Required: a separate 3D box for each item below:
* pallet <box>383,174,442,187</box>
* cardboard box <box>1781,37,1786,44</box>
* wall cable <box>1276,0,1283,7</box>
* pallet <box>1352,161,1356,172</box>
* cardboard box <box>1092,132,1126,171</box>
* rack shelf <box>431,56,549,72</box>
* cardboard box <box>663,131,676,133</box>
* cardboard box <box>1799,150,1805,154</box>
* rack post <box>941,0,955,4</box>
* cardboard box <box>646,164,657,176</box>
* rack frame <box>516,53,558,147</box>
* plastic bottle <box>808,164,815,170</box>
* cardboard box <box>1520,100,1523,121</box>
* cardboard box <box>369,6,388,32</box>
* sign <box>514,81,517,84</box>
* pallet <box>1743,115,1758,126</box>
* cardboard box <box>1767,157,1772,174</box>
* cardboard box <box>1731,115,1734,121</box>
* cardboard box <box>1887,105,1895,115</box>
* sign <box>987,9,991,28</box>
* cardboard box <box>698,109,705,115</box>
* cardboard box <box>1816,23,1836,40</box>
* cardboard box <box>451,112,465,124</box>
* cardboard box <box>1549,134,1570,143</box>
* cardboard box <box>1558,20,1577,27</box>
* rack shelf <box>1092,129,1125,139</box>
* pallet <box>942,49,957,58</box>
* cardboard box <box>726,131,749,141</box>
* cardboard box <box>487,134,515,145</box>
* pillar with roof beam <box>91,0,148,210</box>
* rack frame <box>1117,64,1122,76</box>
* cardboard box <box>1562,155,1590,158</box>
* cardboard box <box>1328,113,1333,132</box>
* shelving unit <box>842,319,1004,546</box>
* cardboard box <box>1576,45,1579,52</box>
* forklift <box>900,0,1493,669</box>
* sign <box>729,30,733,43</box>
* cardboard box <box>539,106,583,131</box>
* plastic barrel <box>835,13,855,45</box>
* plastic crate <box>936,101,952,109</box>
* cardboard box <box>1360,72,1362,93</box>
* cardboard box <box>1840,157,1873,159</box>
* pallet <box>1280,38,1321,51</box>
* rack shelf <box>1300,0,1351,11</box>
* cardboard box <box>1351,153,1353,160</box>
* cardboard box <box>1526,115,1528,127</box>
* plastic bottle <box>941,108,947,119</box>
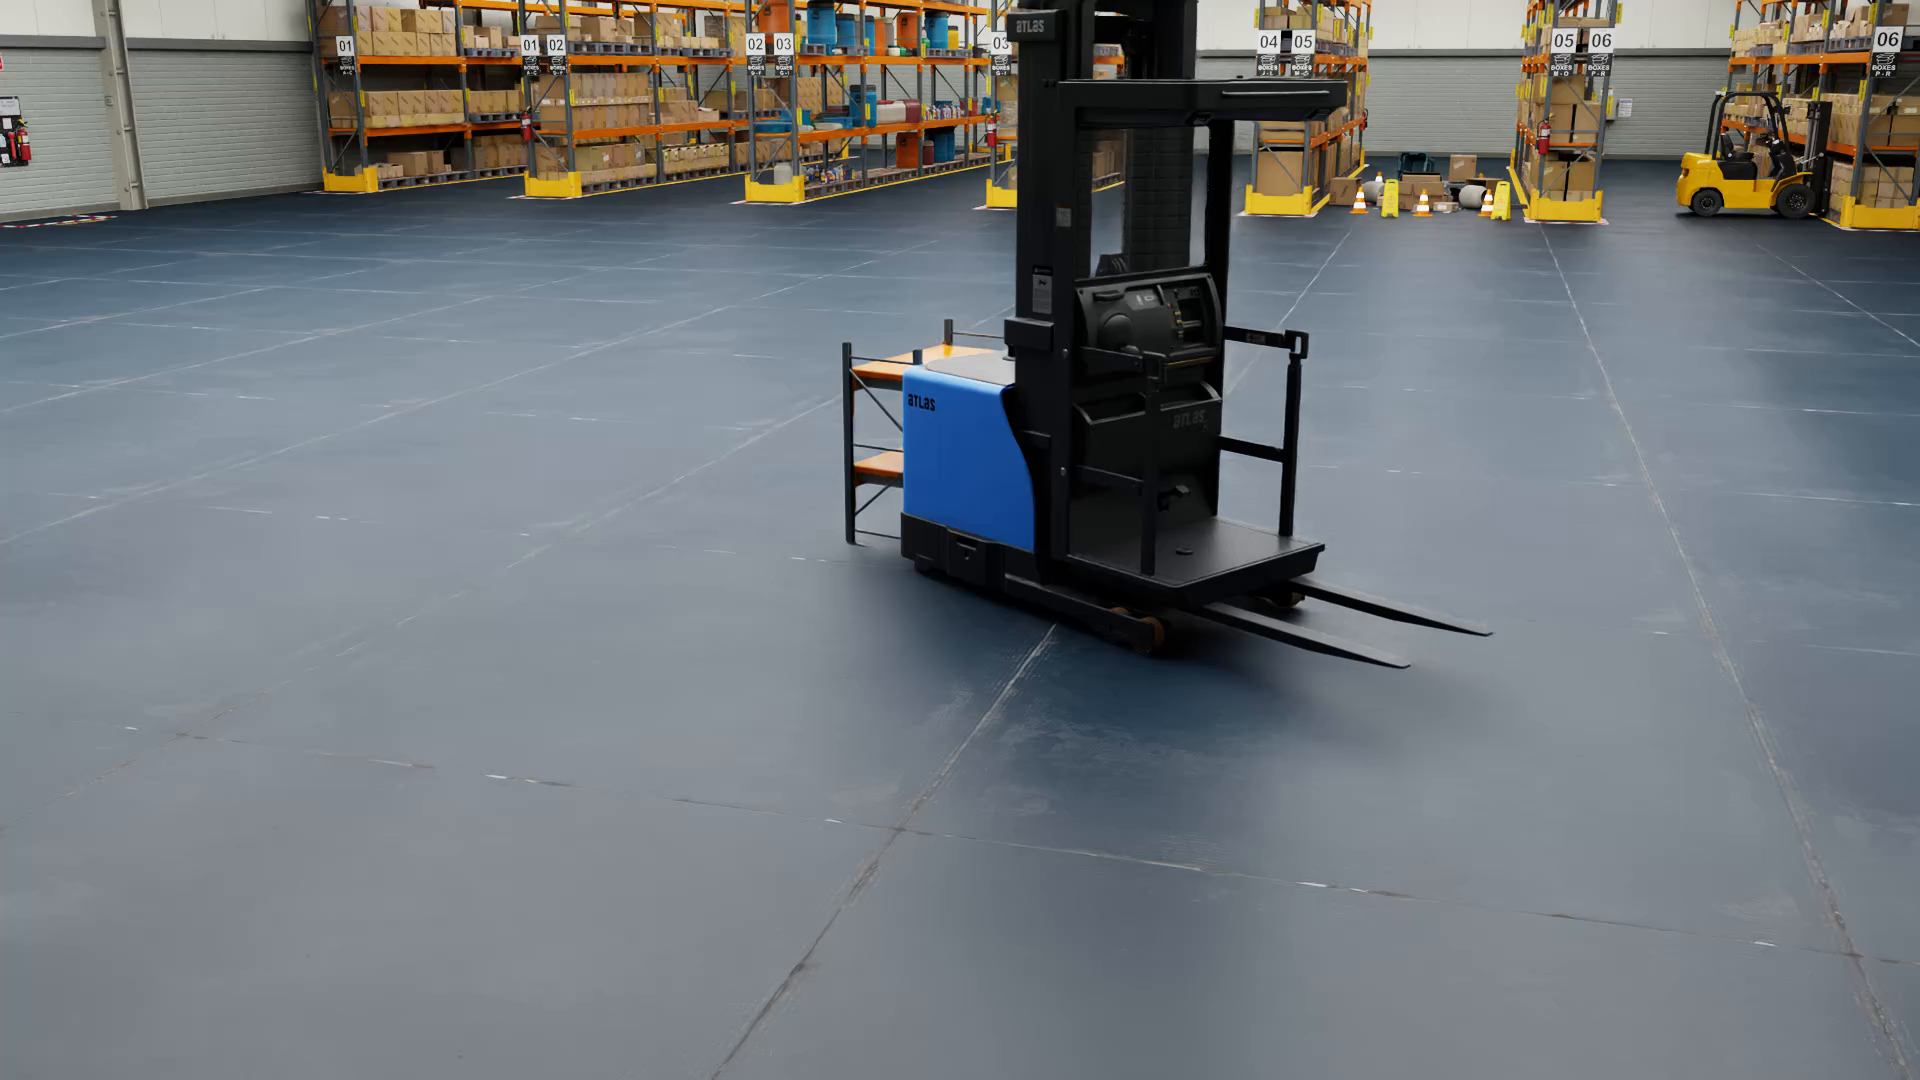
[{"bbox_3d":[-12.537,-8.176,37.770,1.003,0.211,1.213,5,16,16],"label":"pallet"},{"bbox_3d":[17.701,-10.634,35.371,0.380,0.149,0.250,5,16,16],"label":"cardboard box"},{"bbox_3d":[10.534,-17.650,49.169,2.277,5.999,0.120,5,16,16],"label":"wall cable"},{"bbox_3d":[9.714,-9.703,43.153,1.003,0.211,1.213,5,16,16],"label":"pallet"},{"bbox_3d":[3.565,-9.270,39.638,1.225,0.875,0.875,4,16,13],"label":"cardboard box"},{"bbox_3d":[-11.467,-11.637,40.681,1.077,0.370,4.000,5,16,16],"label":"rack shelf"},{"bbox_3d":[-8.662,-12.162,49.334,0.380,0.149,0.250,5,17,17],"label":"cardboard box"},{"bbox_3d":[18.158,-8.250,35.540,0.380,0.149,0.250,5,17,18],"label":"cardboard box"},{"bbox_3d":[-0.716,-13.448,41.166,0.937,0.300,0.954,7,17,22],"label":"rack post"},{"bbox_3d":[-7.207,-8.374,37.627,0.500,0.250,0.500,5,16,16],"label":"cardboard box"},{"bbox_3d":[-10.899,-11.063,42.837,1.000,3.000,0.127,5,16,16],"label":"rack frame"},{"bbox_3d":[-3.218,-7.957,35.935,0.144,0.351,0.185,4,16,14],"label":"plastic bottle"},{"bbox_3d":[14.015,-10.513,40.714,0.500,0.500,0.500,4,16,15],"label":"cardboard box"},{"bbox_3d":[-12.639,-11.161,35.633,0.500,0.500,0.500,4,16,15],"label":"cardboard box"},{"bbox_3d":[-11.432,-11.662,42.827,0.100,0.325,0.005,5,16,16],"label":"sign"},{"bbox_3d":[18.415,-9.512,37.720,1.003,0.211,1.213,5,16,16],"label":"pallet"},{"bbox_3d":[17.524,-7.885,35.444,0.500,0.500,0.500,5,17,17],"label":"cardboard box"},{"bbox_3d":[19.113,-10.333,40.721,0.380,0.149,0.250,4,16,14],"label":"cardboard box"},{"bbox_3d":[15.691,-7.164,27.717,0.380,0.149,0.250,5,16,16],"label":"cardboard box"},{"bbox_3d":[0.549,-9.735,31.035,0.100,0.325,0.005,5,16,16],"label":"sign"},{"bbox_3d":[-6.588,-10.418,40.726,0.500,0.311,0.500,4,16,15],"label":"cardboard box"},{"bbox_3d":[16.446,-9.570,31.288,0.500,0.311,0.500,4,16,14],"label":"cardboard box"},{"bbox_3d":[-11.879,-9.807,38.645,0.500,0.250,0.500,5,16,16],"label":"cardboard box"},{"bbox_3d":[10.478,-7.043,29.123,0.380,0.149,0.250,5,17,18],"label":"cardboard box"},{"bbox_3d":[10.390,-8.867,28.594,0.380,0.149,0.250,5,17,16],"label":"cardboard box"},{"bbox_3d":[2.780,-9.041,37.027,1.077,0.370,4.000,5,16,16],"label":"rack shelf"},{"bbox_3d":[-0.712,-12.184,41.637,1.003,0.211,1.213,5,16,16],"label":"pallet"},{"bbox_3d":[-5.809,-10.596,43.589,0.500,0.250,0.500,4,16,15],"label":"cardboard box"},{"bbox_3d":[-11.417,-9.961,41.353,0.500,0.250,0.500,5,16,16],"label":"cardboard box"},{"bbox_3d":[-11.380,-10.203,28.810,9.100,9.000,0.400,5,16,16],"label":"pillar with roof beam"},{"bbox_3d":[4.486,-10.957,42.464,1.000,3.000,0.127,5,16,16],"label":"rack frame"},{"bbox_3d":[11.660,-7.027,31.502,0.500,0.500,0.500,5,17,17],"label":"cardboard box"},{"bbox_3d":[7.346,-8.618,34.033,0.500,0.500,0.500,5,17,16],"label":"cardboard box"},{"bbox_3d":[-0.145,-0.610,9.417,0.538,1.125,1.048,10,19,31],"label":"shelving unit"},{"bbox_3d":[11.386,-8.915,30.226,0.380,0.149,0.250,4,16,15],"label":"cardboard box"},{"bbox_3d":[1.037,-1.052,7.666,1.130,2.935,3.031,-13,21,-39],"label":"forklift"},{"bbox_3d":[-5.618,-12.365,40.836,0.100,0.325,0.005,5,16,16],"label":"sign"},{"bbox_3d":[-8.277,-8.756,34.520,0.700,0.500,0.500,5,16,16],"label":"cardboard box"},{"bbox_3d":[-2.600,-11.083,36.489,0.600,0.901,0.708,5,16,16],"label":"plastic barrel"},{"bbox_3d":[-0.458,-11.511,44.336,0.392,0.384,0.575,5,16,16],"label":"plastic crate"},{"bbox_3d":[10.027,-11.718,42.585,0.500,0.500,0.500,4,16,14],"label":"cardboard box"},{"bbox_3d":[16.519,-6.928,30.696,0.500,0.250,0.500,5,17,17],"label":"cardboard box"},{"bbox_3d":[6.003,-9.002,30.236,1.003,0.211,1.213,5,16,16],"label":"pallet"},{"bbox_3d":[7.507,-11.324,34.814,1.077,0.370,4.000,5,16,16],"label":"rack shelf"},{"bbox_3d":[9.622,-9.590,41.552,0.380,0.149,0.250,5,17,18],"label":"cardboard box"},{"bbox_3d":[12.745,-9.223,36.623,0.500,0.250,0.500,4,16,14],"label":"cardboard box"},{"bbox_3d":[-0.417,-10.830,42.243,0.152,0.276,0.135,5,16,16],"label":"plastic bottle"}]
